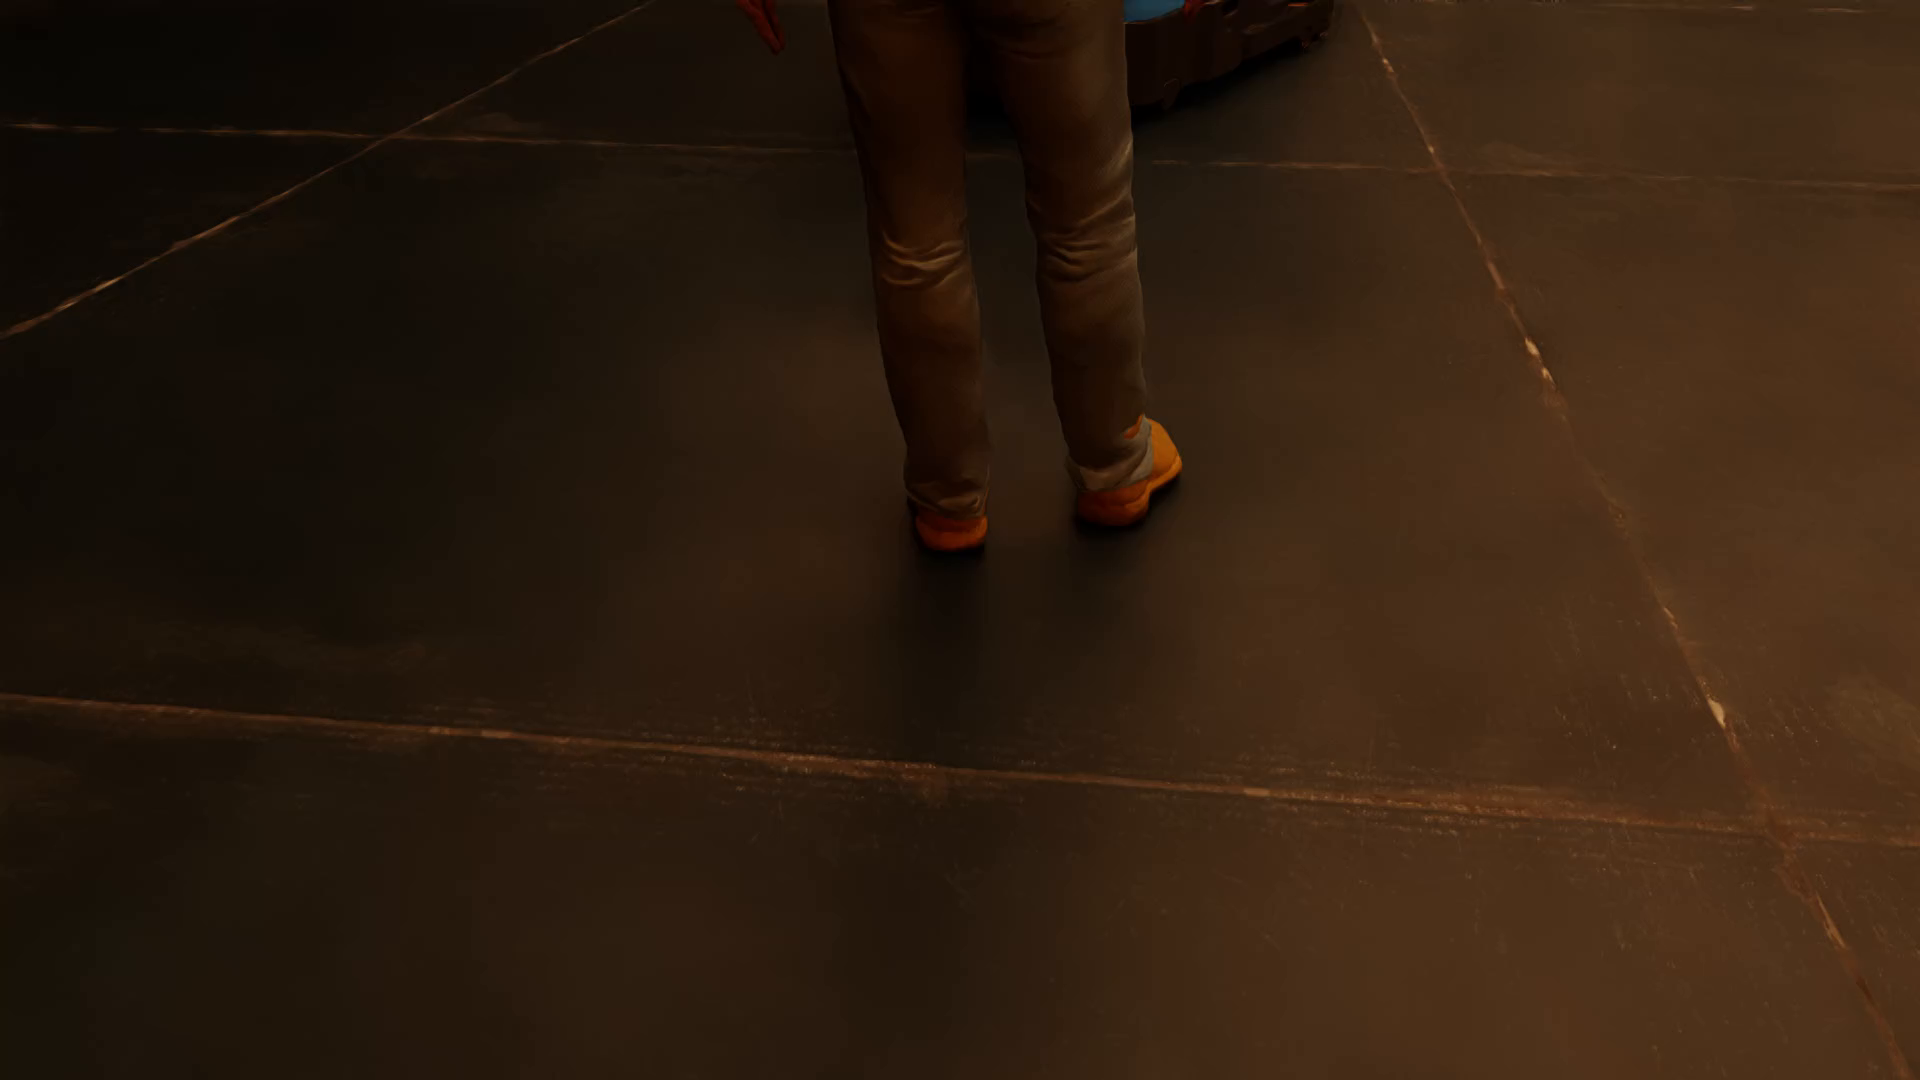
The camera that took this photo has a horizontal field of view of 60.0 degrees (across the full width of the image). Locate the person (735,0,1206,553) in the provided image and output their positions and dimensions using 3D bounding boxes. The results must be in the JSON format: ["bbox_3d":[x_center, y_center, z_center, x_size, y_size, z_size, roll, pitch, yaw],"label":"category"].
[{"bbox_3d":[0.014,-0.827,2.164,0.665,1.766,0.576,3,27,7],"label":"person"}]

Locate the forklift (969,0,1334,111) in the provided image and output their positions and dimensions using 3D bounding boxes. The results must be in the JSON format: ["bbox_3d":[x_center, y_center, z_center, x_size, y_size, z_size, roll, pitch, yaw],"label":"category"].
[{"bbox_3d":[0.761,-3.210,5.651,1.130,2.935,3.031,13,29,24],"label":"forklift"}]
